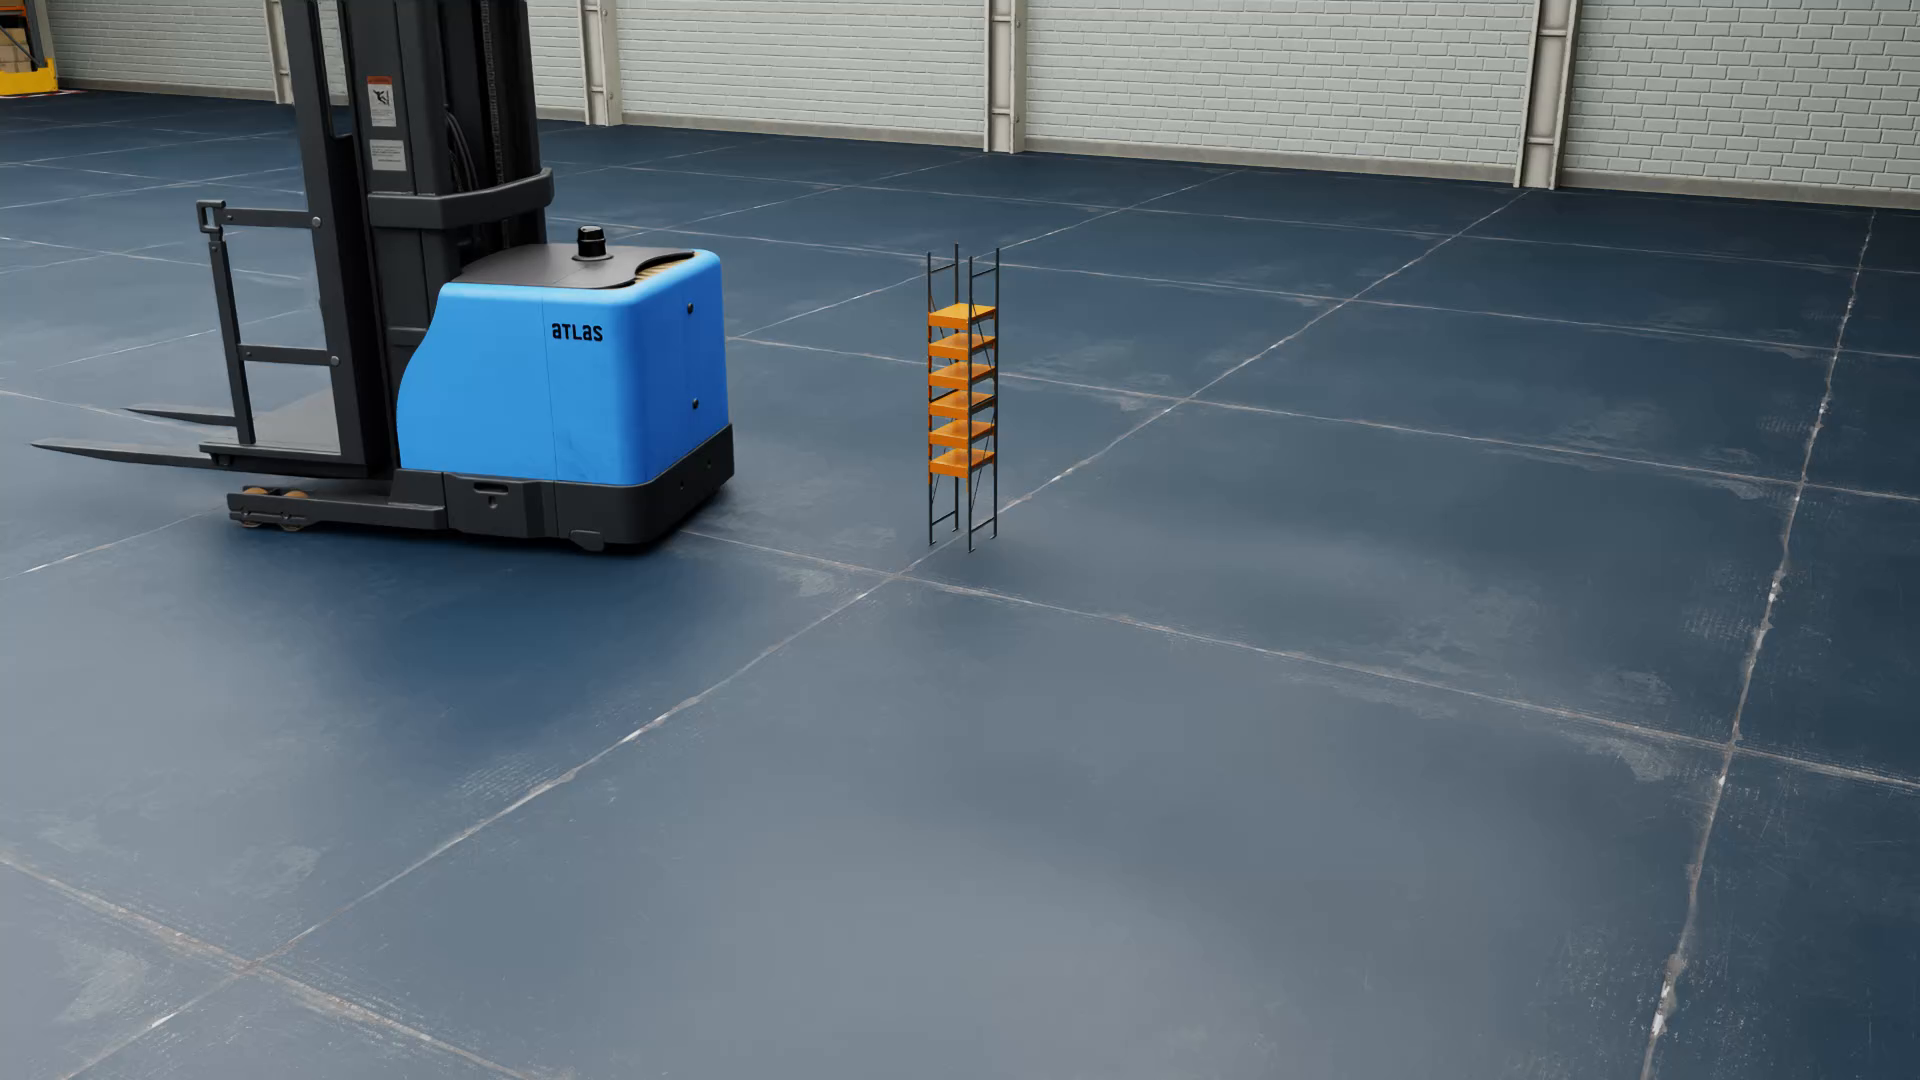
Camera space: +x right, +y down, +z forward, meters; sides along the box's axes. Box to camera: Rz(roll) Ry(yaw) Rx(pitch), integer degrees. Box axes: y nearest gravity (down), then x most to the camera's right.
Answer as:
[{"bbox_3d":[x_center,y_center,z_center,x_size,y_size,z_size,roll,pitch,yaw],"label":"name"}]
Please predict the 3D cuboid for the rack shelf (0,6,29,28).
[{"bbox_3d":[-16.773,-8.541,27.068,4.000,0.370,1.077,11,23,27],"label":"rack shelf"}]

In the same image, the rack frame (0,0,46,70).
[{"bbox_3d":[-15.027,-8.547,26.029,0.127,3.000,1.000,11,23,27],"label":"rack frame"}]

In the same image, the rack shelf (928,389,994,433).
[{"bbox_3d":[0.013,-0.520,6.669,0.180,0.103,0.258,11,23,27],"label":"rack shelf"}]

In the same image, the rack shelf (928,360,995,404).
[{"bbox_3d":[0.013,-0.633,6.628,0.180,0.103,0.258,11,23,27],"label":"rack shelf"}]

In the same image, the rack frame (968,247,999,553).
[{"bbox_3d":[0.093,-0.546,6.612,0.006,1.200,0.240,11,23,27],"label":"rack frame"}]

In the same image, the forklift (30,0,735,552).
[{"bbox_3d":[-2.587,-1.582,6.929,3.031,2.935,1.130,5,20,13],"label":"forklift"}]

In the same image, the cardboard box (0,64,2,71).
[{"bbox_3d":[-15.591,-7.436,26.382,0.500,0.250,0.500,11,23,28],"label":"cardboard box"}]

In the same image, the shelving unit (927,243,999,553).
[{"bbox_3d":[0.013,-0.562,6.654,0.189,1.200,0.258,11,23,27],"label":"shelving unit"}]

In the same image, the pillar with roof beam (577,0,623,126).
[{"bbox_3d":[-6.819,-8.474,17.030,0.400,9.000,9.100,11,23,27],"label":"pillar with roof beam"}]

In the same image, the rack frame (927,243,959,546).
[{"bbox_3d":[-0.067,-0.577,6.696,0.006,1.200,0.240,11,23,27],"label":"rack frame"}]

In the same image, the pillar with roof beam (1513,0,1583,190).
[{"bbox_3d":[3.658,-6.479,11.529,0.400,9.000,9.100,11,23,27],"label":"pillar with roof beam"}]

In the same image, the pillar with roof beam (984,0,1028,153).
[{"bbox_3d":[-1.580,-7.476,14.279,0.400,9.000,9.100,11,23,27],"label":"pillar with roof beam"}]

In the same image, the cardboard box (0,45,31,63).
[{"bbox_3d":[-15.336,-7.827,26.727,0.500,0.250,0.500,11,23,28],"label":"cardboard box"}]

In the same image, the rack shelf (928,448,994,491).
[{"bbox_3d":[0.013,-0.294,6.751,0.180,0.103,0.258,11,23,27],"label":"rack shelf"}]

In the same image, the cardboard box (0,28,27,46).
[{"bbox_3d":[-15.354,-8.058,26.631,0.500,0.250,0.500,10,22,26],"label":"cardboard box"}]

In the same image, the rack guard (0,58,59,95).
[{"bbox_3d":[-15.006,-7.368,26.444,0.348,0.500,1.175,11,23,27],"label":"rack guard"}]

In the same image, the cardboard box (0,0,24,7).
[{"bbox_3d":[-15.324,-8.759,26.467,0.500,0.500,0.500,12,23,29],"label":"cardboard box"}]

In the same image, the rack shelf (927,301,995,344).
[{"bbox_3d":[0.013,-0.858,6.546,0.180,0.103,0.258,11,23,27],"label":"rack shelf"}]

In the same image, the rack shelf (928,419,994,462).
[{"bbox_3d":[0.013,-0.407,6.710,0.180,0.103,0.258,11,23,27],"label":"rack shelf"}]

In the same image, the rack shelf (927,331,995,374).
[{"bbox_3d":[0.013,-0.745,6.587,0.180,0.103,0.258,11,23,27],"label":"rack shelf"}]

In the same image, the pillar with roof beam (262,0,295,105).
[{"bbox_3d":[-12.057,-9.472,19.781,0.400,9.000,9.100,11,23,27],"label":"pillar with roof beam"}]

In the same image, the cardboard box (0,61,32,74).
[{"bbox_3d":[-15.360,-7.592,26.812,0.500,0.250,0.500,11,23,28],"label":"cardboard box"}]

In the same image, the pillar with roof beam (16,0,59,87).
[{"bbox_3d":[-17.295,-10.470,22.532,0.400,9.000,9.100,11,23,27],"label":"pillar with roof beam"}]
